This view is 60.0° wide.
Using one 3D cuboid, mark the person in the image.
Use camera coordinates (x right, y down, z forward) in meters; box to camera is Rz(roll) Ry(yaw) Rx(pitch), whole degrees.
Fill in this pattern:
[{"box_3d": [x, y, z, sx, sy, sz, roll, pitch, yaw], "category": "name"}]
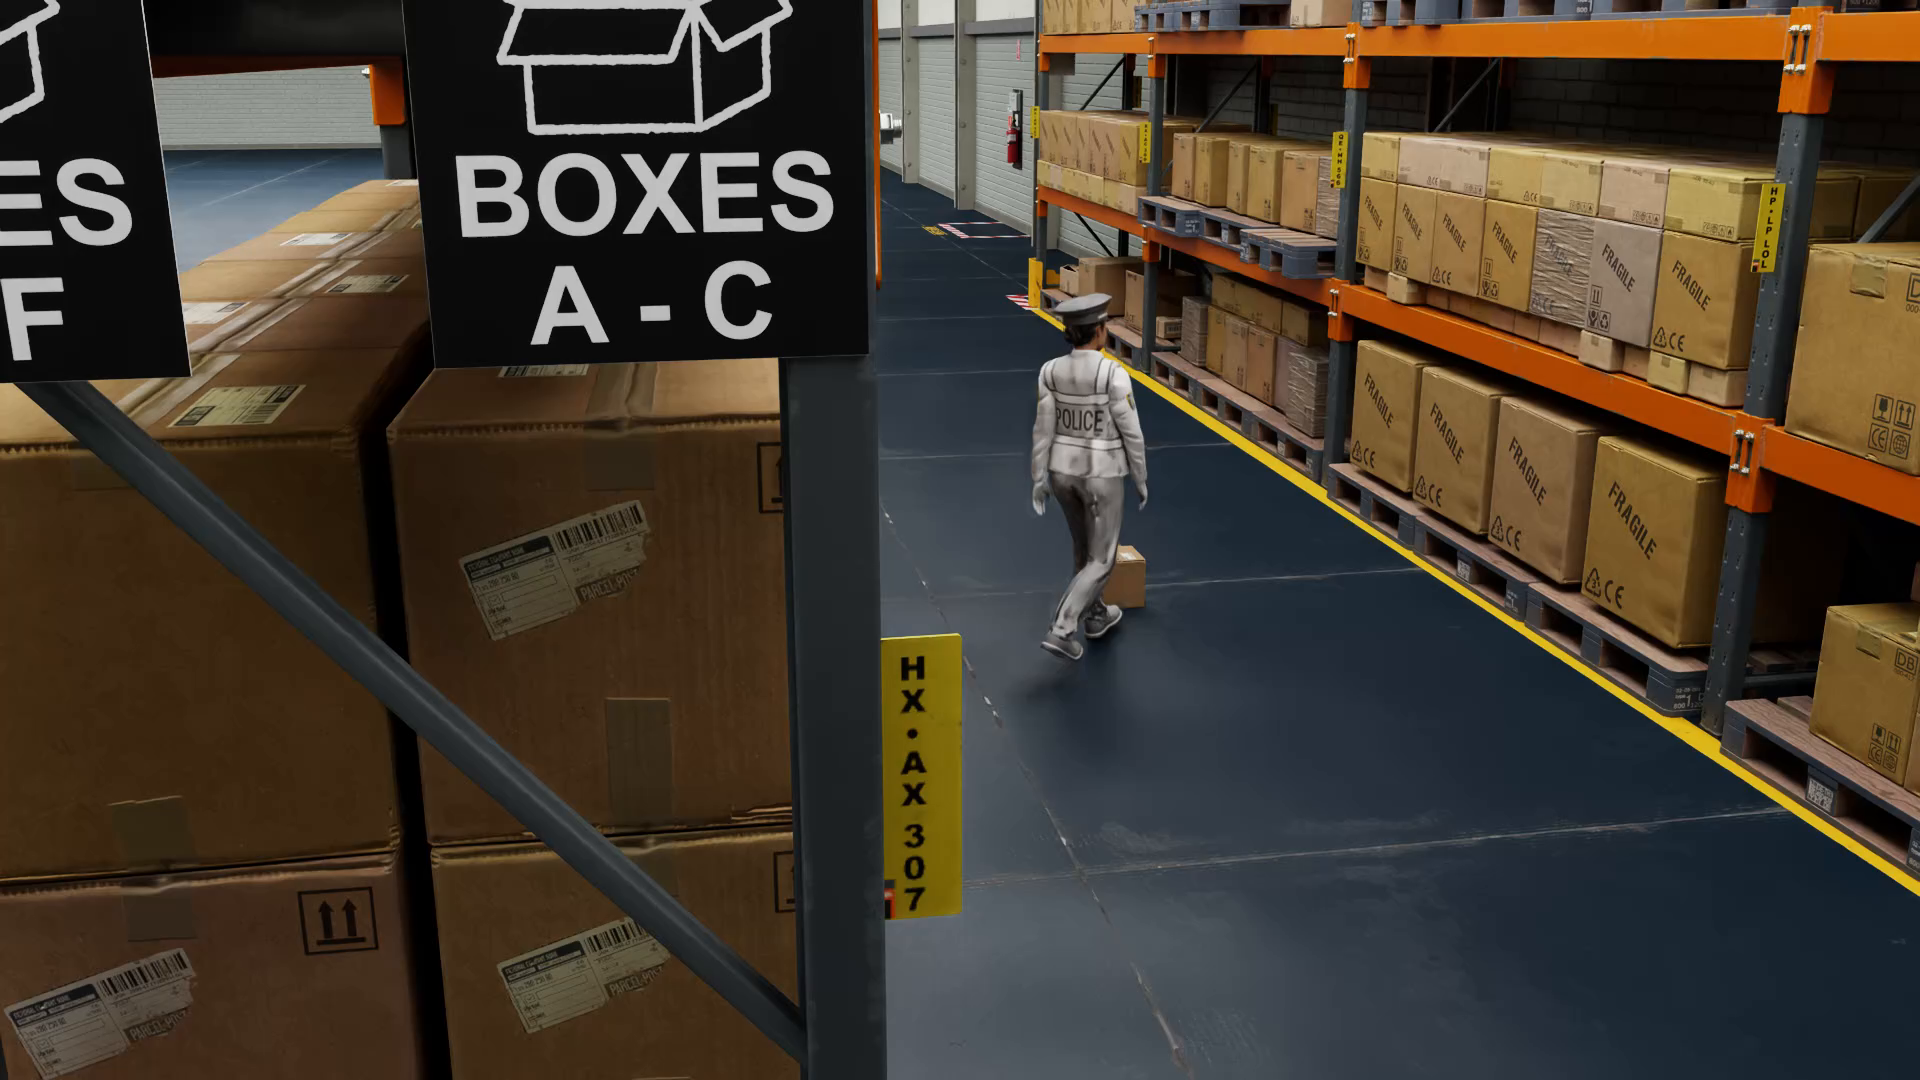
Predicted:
[{"box_3d": [0.566, -0.268, 7.438, 0.514, 1.639, 0.883, 12, 20, 35], "category": "person"}]
